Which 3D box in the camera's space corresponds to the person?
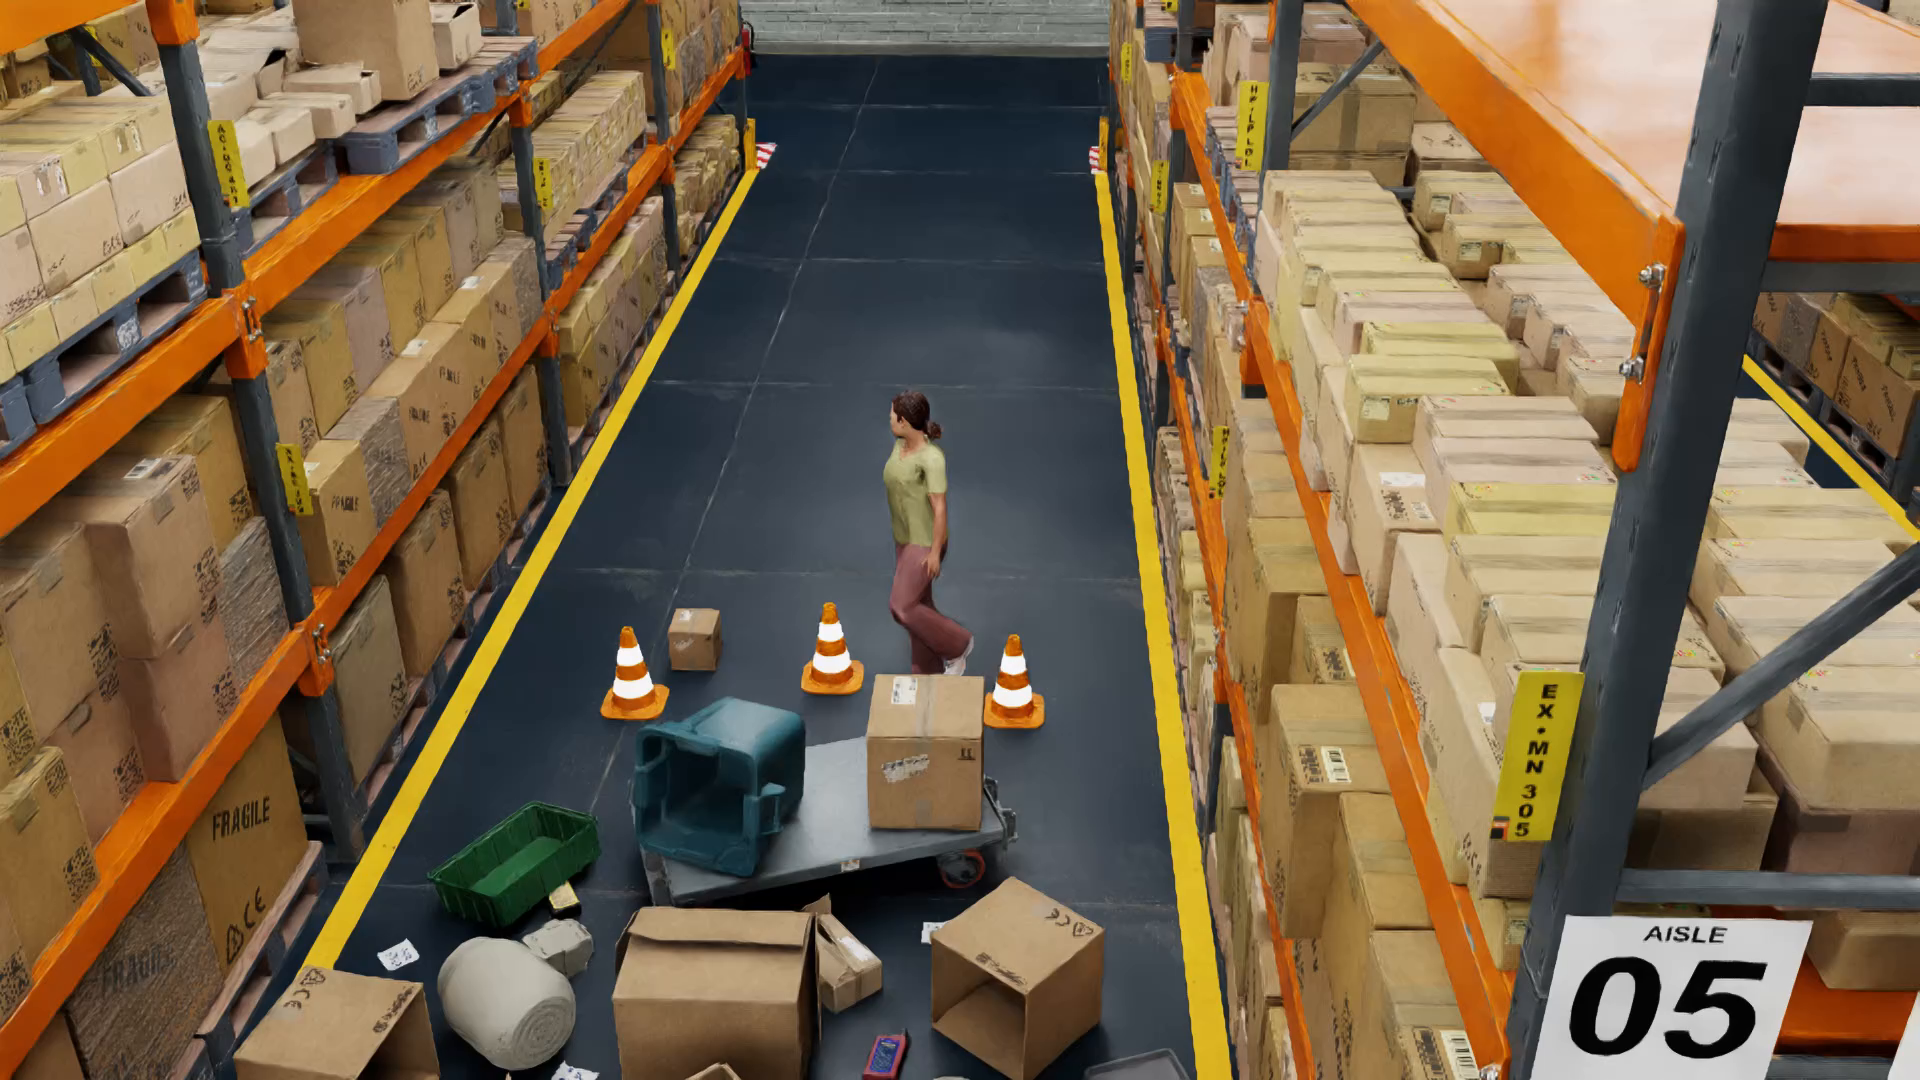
[{"bbox_3d":[-0.233,0.119,8.851,0.476,1.464,0.594,-17,33,-29],"label":"person"}]
